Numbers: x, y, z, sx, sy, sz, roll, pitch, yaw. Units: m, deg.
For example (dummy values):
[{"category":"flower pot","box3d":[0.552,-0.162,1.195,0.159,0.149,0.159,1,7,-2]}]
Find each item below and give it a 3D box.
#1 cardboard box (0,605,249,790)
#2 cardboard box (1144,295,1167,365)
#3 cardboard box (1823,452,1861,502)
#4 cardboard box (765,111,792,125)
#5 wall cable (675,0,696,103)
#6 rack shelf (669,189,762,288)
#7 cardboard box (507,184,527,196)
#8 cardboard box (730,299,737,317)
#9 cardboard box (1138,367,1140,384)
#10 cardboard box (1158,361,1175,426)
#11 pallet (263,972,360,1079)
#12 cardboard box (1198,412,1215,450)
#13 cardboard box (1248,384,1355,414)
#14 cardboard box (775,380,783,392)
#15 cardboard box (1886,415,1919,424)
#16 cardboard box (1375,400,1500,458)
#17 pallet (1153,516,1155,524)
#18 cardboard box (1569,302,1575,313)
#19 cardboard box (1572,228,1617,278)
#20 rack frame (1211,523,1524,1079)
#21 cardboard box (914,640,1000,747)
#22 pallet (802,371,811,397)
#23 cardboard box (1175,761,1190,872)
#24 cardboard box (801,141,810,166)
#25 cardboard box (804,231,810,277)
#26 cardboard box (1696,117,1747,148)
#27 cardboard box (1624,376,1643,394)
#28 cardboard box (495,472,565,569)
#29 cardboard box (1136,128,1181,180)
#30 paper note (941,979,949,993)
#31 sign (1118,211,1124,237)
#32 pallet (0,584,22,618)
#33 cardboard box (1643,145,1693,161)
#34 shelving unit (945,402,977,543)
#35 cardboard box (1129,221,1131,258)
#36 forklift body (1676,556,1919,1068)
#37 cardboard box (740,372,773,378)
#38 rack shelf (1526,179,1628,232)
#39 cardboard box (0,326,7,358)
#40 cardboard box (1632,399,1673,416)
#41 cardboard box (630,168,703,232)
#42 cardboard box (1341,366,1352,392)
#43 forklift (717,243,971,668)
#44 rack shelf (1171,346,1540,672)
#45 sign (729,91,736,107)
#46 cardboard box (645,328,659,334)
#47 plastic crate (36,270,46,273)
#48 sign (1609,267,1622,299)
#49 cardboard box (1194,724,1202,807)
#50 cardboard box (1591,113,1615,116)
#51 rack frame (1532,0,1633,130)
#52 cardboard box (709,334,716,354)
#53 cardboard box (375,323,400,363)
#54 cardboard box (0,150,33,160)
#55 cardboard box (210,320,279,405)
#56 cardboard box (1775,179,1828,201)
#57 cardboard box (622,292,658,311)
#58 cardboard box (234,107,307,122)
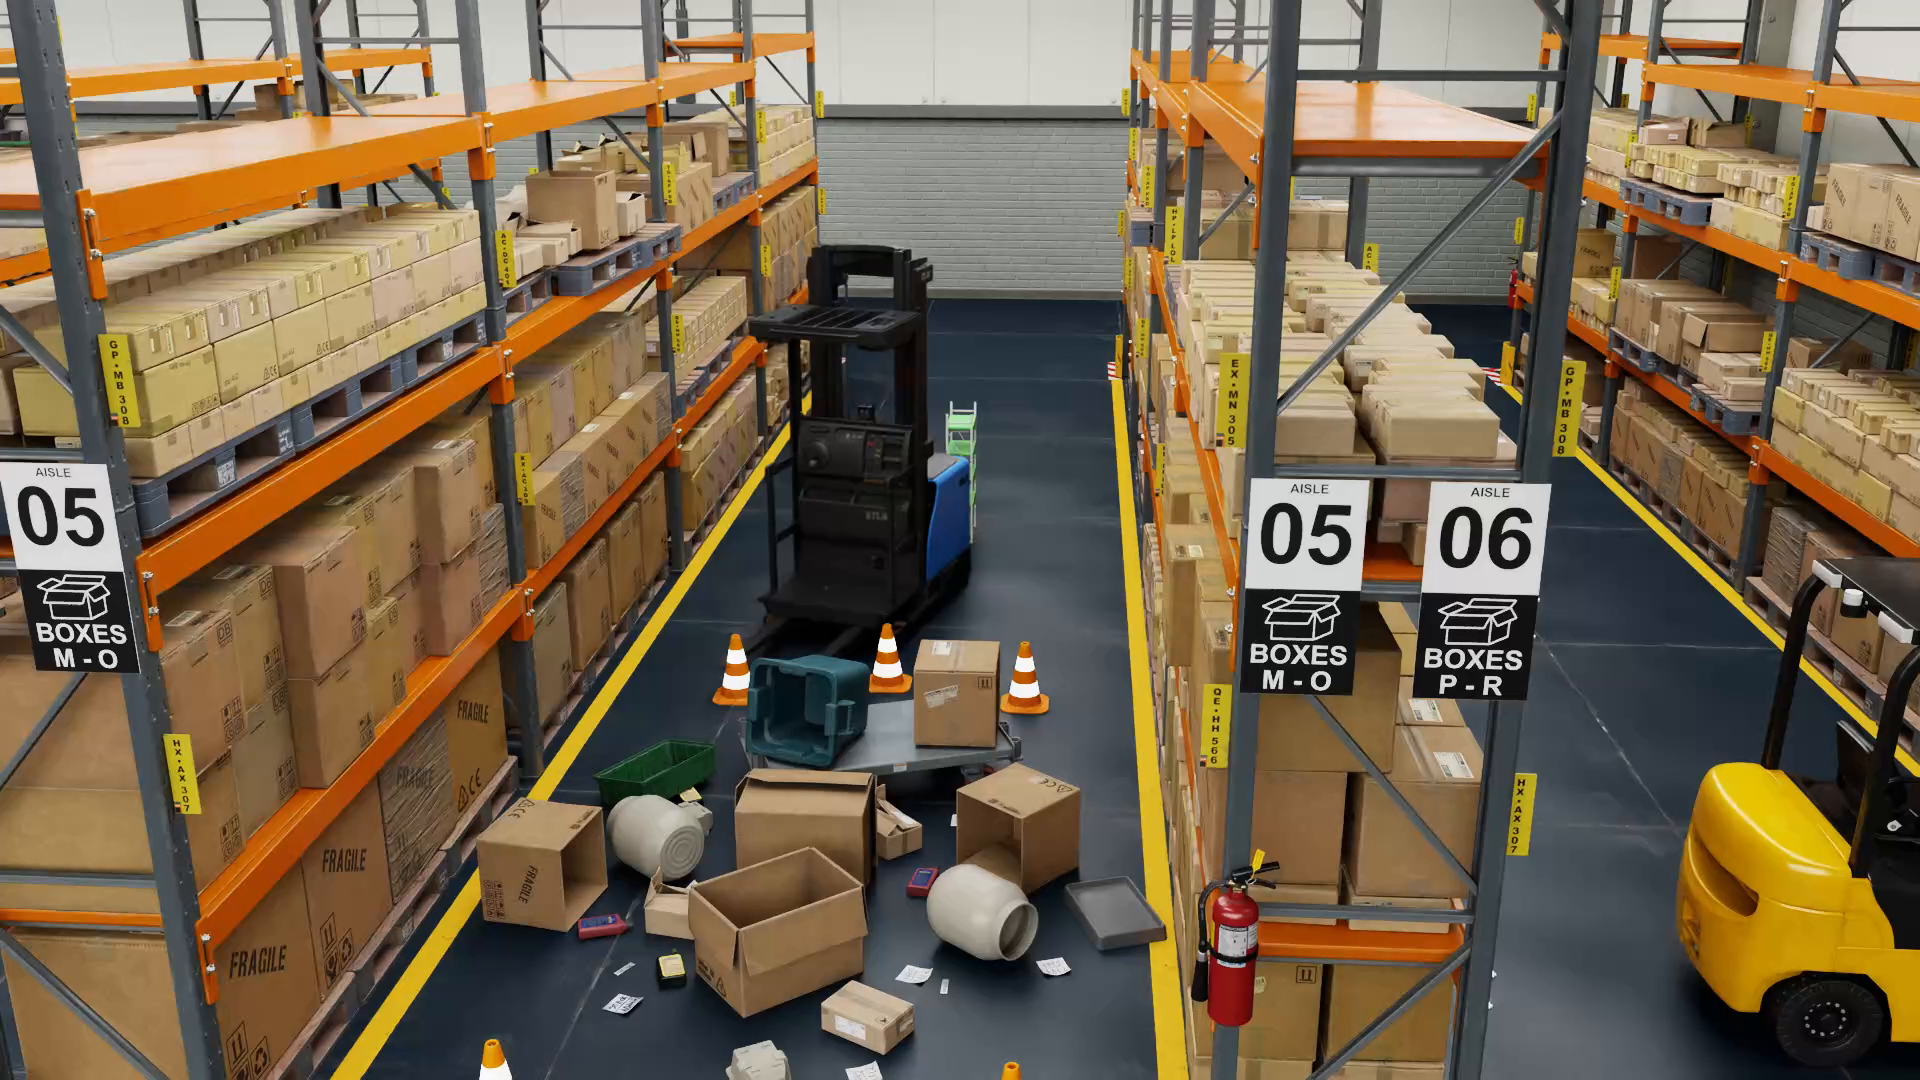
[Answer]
[{"category":"cardboard box","box3d":[-3.403,0.615,6.582,0.875,0.550,0.550,1,18,4]},{"category":"cardboard box","box3d":[1.826,-1.781,14.103,0.500,0.500,0.500,1,18,2]},{"category":"cardboard box","box3d":[6.655,-0.463,12.086,0.500,0.250,0.500,1,18,2]},{"category":"cardboard box","box3d":[-2.175,-4.930,19.460,0.380,0.149,0.250,2,18,5]},{"category":"wall cable","box3d":[-3.418,-9.857,25.713,2.277,5.999,0.120,1,18,4]},{"category":"rack shelf","box3d":[-2.751,-2.876,15.548,1.077,0.370,4.000,1,18,4]},{"category":"cardboard box","box3d":[-3.166,-2.582,12.802,0.500,0.311,0.500,1,18,4]},{"category":"cardboard box","box3d":[-2.478,-2.348,16.851,0.380,0.149,0.250,2,18,6]},{"category":"cardboard box","box3d":[1.901,-1.499,15.248,0.500,0.250,0.500,1,18,3]},{"category":"cardboard box","box3d":[1.725,-1.019,12.230,0.500,0.500,0.500,2,18,5]},{"category":"pallet","box3d":[-3.489,2.388,7.622,1.003,0.211,1.213,1,18,4]},{"category":"cardboard box","box3d":[1.289,-0.509,7.571,0.380,0.149,0.250,1,18,3]},{"category":"cardboard box","box3d":[1.263,-0.483,6.214,0.380,0.149,0.250,2,18,5]},{"category":"cardboard box","box3d":[-2.287,-1.831,19.447,0.380,0.149,0.250,2,18,6]},{"category":"cardboard box","box3d":[6.680,-0.762,11.556,0.380,0.149,0.250,1,18,4]},{"category":"cardboard box","box3d":[1.706,-0.398,5.954,0.380,0.149,0.250,1,18,4]},{"category":"pallet","box3d":[2.182,-0.010,14.942,1.003,0.211,1.213,1,18,4]},{"category":"cardboard box","box3d":[7.187,-2.689,19.043,0.380,0.149,0.250,1,18,4]},{"category":"cardboard box","box3d":[7.166,-3.293,19.041,0.500,0.500,0.500,2,18,5]},{"category":"rack frame","box3d":[1.477,1.392,6.183,1.000,3.000,0.127,1,18,4]},{"category":"cardboard box","box3d":[-0.014,0.948,10.339,0.500,0.500,0.500,1,18,4]},{"category":"pallet","box3d":[-2.420,-2.056,21.185,1.003,0.211,1.213,1,18,4]},{"category":"cardboard box","box3d":[1.386,1.406,8.680,0.500,0.500,0.500,2,18,7]},{"category":"cardboard box","box3d":[-2.119,-4.704,20.213,0.500,0.250,0.500,1,18,4]},{"category":"cardboard box","box3d":[-2.138,-3.540,20.597,0.500,0.500,0.500,1,18,3]},{"category":"cardboard box","box3d":[7.349,-3.937,16.055,0.396,0.266,0.258,1,18,4]},{"category":"cardboard box","box3d":[7.057,-1.579,17.073,0.380,0.149,0.250,1,18,3]},{"category":"cardboard box","box3d":[-2.875,-0.134,10.681,0.500,0.500,0.500,1,18,5]},{"category":"cardboard box","box3d":[1.985,-3.740,16.194,0.500,0.500,0.500,1,18,3]},{"category":"paper note","box3d":[-0.077,2.248,8.374,0.032,0.001,0.123,1,18,4]},{"category":"sign","box3d":[2.071,-4.040,21.245,0.100,0.325,0.005,1,18,4]},{"category":"pallet","box3d":[-7.982,0.632,12.981,1.003,0.211,1.213,1,18,4]},{"category":"cardboard box","box3d":[6.881,-3.752,16.157,0.380,0.149,0.250,2,18,5]},{"category":"shelving unit","box3d":[0.012,-0.622,15.220,0.258,1.200,0.503,1,18,4]},{"category":"cardboard box","box3d":[2.167,-3.326,18.816,0.500,0.500,0.500,2,18,5]},{"category":"forklift body","box3d":[4.744,1.276,7.902,2.313,2.155,1.214,1,18,4]},{"category":"cardboard box","box3d":[-2.328,-1.807,18.897,0.380,0.149,0.250,1,18,3]},{"category":"rack shelf","box3d":[7.431,-3.930,18.763,1.077,0.370,4.000,1,18,4]},{"category":"cardboard box","box3d":[-3.782,-0.731,6.134,0.380,0.149,0.250,1,18,4]},{"category":"cardboard box","box3d":[7.054,-1.352,16.856,0.380,0.149,0.250,1,18,2]},{"category":"cardboard box","box3d":[-2.559,-2.971,14.522,0.500,0.500,0.500,1,18,4]},{"category":"cardboard box","box3d":[1.837,-0.571,7.120,0.500,0.250,0.500,2,18,6]},{"category":"forklift","box3d":[-0.891,-0.694,12.661,1.130,2.935,3.031,7,19,19]},{"category":"rack shelf","box3d":[1.620,-0.312,7.724,1.077,0.370,4.000,1,18,4]},{"category":"sign","box3d":[-2.862,-5.509,21.024,0.100,0.325,0.005,1,18,4]},{"category":"cardboard box","box3d":[-2.651,-1.757,14.568,0.380,0.149,0.250,1,18,2]},{"category":"plastic crate","box3d":[-12.079,-3.554,21.608,0.396,0.136,0.243,1,18,4]},{"category":"sign","box3d":[6.746,-2.646,17.118,0.100,0.325,0.005,1,18,4]},{"category":"cardboard box","box3d":[1.281,0.873,7.129,0.500,0.500,0.500,1,18,4]},{"category":"cardboard box","box3d":[7.215,-4.754,19.085,0.500,0.250,0.500,1,18,3]},{"category":"rack frame","box3d":[7.575,-6.318,20.080,1.000,3.000,0.127,1,18,4]},{"category":"cardboard box","box3d":[-2.548,-1.879,15.895,0.380,0.149,0.250,1,18,2]},{"category":"cardboard box","box3d":[-2.978,-0.966,8.133,0.380,0.149,0.250,1,18,3]},{"category":"cardboard box","box3d":[-7.619,-2.870,13.411,0.500,0.500,0.500,2,18,5]},{"category":"cardboard box","box3d":[-3.142,-0.731,6.775,0.500,0.250,0.500,1,18,3]},{"category":"cardboard box","box3d":[6.731,-2.781,13.225,0.380,0.149,0.250,2,18,6]},{"category":"cardboard box","box3d":[-3.168,-2.341,16.351,0.380,0.149,0.250,1,18,3]},{"category":"cardboard box","box3d":[-7.551,-4.520,18.415,0.700,0.500,0.500,0,18,1]}]
